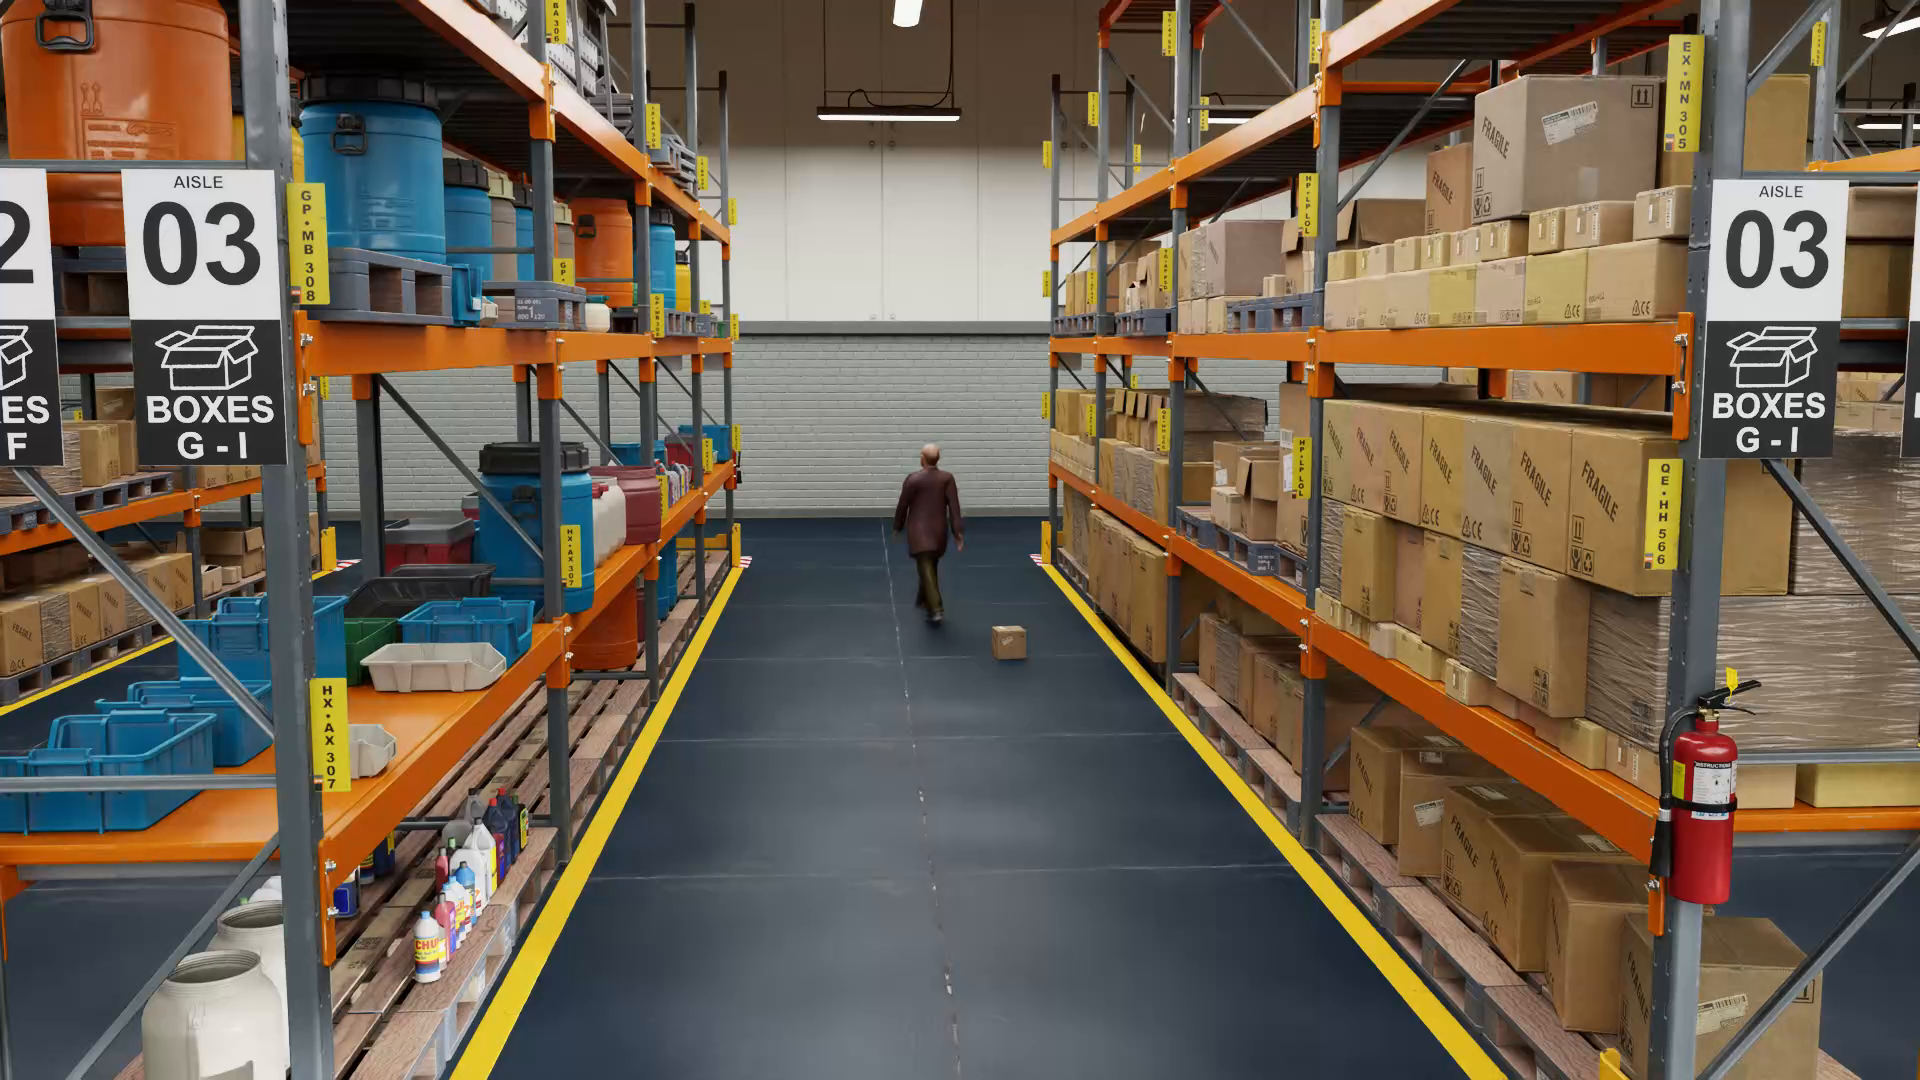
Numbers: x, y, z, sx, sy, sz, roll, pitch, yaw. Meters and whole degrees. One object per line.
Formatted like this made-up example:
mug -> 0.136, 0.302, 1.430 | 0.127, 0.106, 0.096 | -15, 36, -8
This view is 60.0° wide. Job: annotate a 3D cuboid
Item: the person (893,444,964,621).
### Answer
person -> -0.358, -0.102, 16.546 | 0.615, 1.723, 1.106 | -3, 8, -27
